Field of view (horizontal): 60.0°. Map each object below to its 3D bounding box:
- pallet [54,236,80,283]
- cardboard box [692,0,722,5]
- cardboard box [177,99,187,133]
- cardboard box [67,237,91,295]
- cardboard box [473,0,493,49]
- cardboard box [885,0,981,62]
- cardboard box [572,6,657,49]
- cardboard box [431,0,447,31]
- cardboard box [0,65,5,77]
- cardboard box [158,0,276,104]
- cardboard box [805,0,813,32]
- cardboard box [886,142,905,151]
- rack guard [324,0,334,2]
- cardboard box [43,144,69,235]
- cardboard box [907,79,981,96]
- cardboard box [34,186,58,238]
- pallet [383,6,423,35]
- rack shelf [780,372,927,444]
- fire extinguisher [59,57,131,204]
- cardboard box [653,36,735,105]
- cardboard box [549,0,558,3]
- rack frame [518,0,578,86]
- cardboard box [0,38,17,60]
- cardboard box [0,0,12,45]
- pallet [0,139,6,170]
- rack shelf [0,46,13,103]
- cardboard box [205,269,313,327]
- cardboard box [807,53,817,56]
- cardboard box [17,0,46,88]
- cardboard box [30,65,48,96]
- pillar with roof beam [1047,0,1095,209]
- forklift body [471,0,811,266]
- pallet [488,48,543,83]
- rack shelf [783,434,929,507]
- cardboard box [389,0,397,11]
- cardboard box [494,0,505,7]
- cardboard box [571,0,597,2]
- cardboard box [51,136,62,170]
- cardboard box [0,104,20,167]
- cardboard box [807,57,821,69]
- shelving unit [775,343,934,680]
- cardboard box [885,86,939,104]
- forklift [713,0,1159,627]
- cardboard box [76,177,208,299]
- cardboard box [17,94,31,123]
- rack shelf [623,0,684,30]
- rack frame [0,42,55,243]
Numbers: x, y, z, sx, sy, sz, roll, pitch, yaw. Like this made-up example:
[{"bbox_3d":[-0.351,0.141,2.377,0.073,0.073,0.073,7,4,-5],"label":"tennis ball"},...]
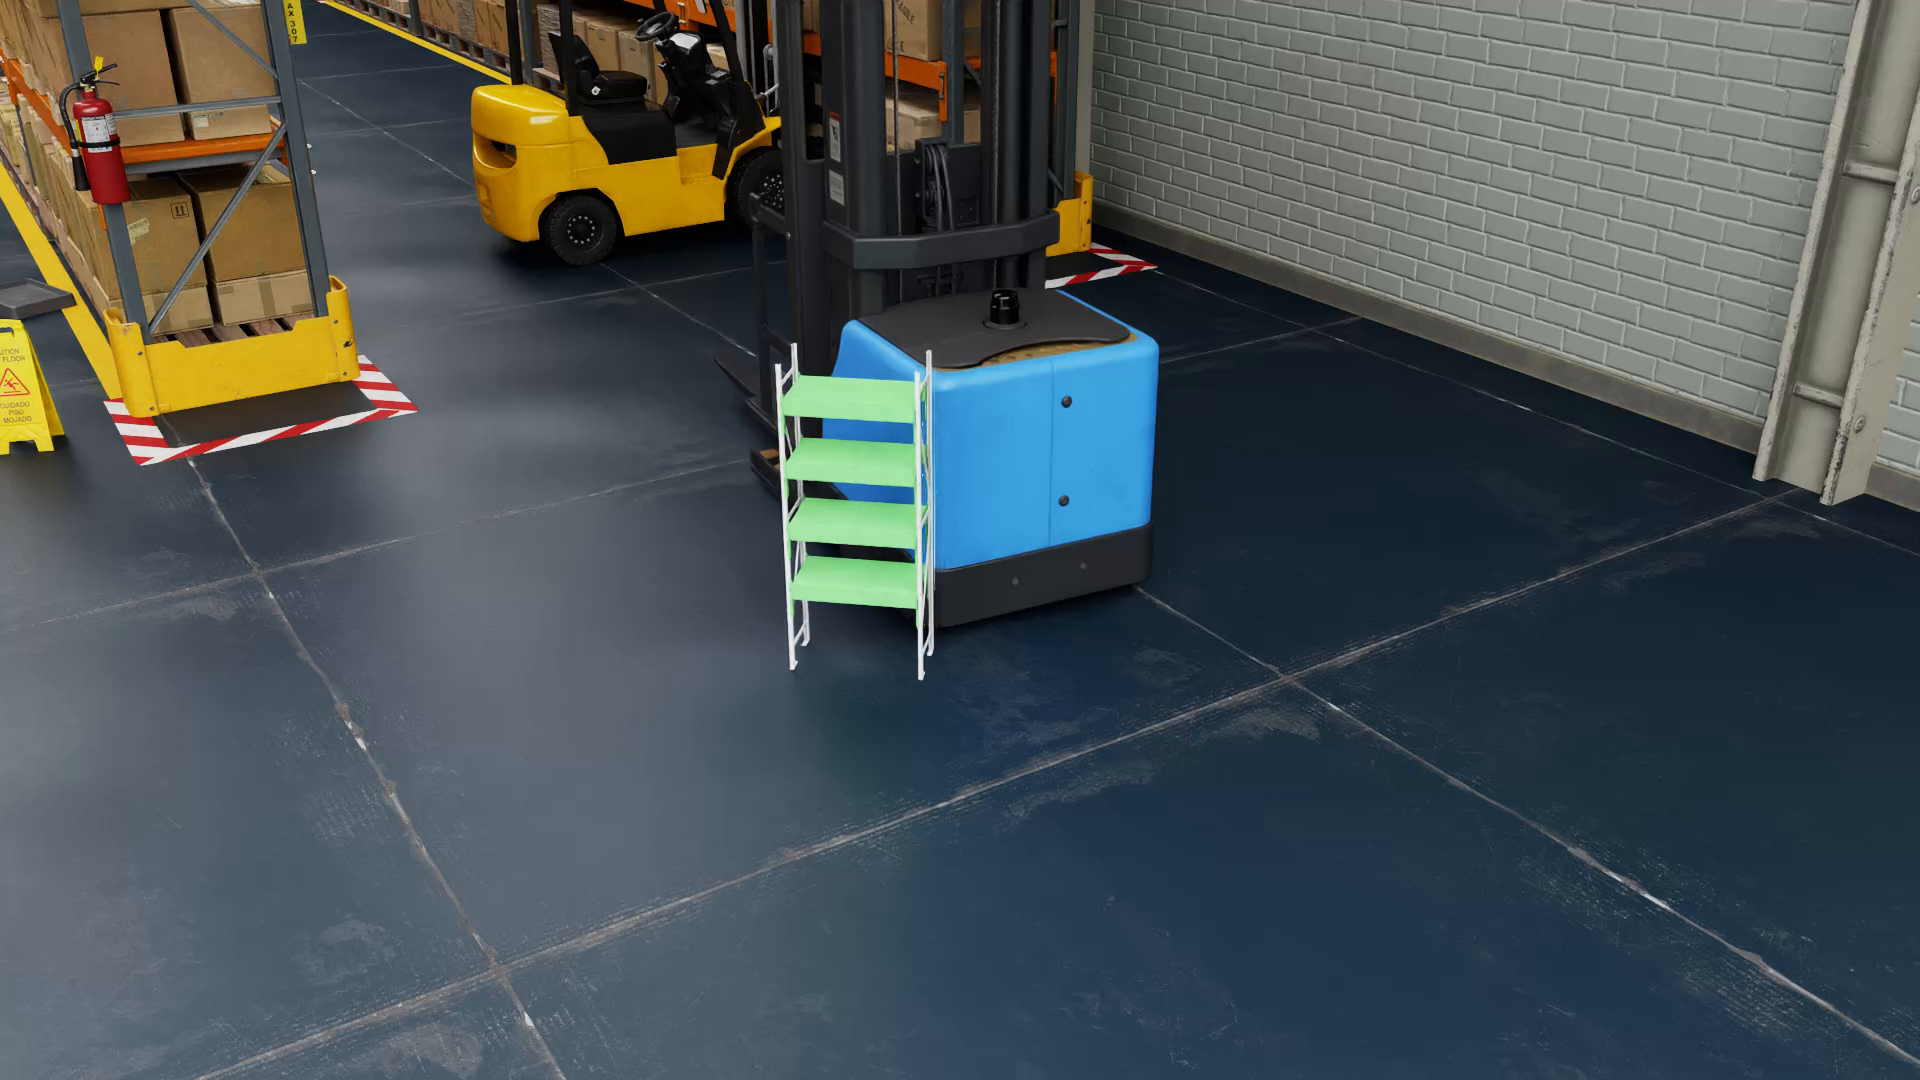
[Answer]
[{"bbox_3d":[-5.609,-2.085,11.419,1.003,0.211,1.213,-16,29,-30],"label":"pallet"},{"bbox_3d":[-1.825,-4.562,13.282,0.500,0.500,0.500,-16,30,-31],"label":"cardboard box"},{"bbox_3d":[-3.983,-2.290,8.882,0.380,0.149,0.250,-15,29,-29],"label":"cardboard box"},{"bbox_3d":[-5.054,-1.693,10.052,0.500,0.250,0.500,-17,30,-31],"label":"cardboard box"},{"bbox_3d":[-4.995,-5.695,18.237,0.500,0.500,0.500,-14,29,-27],"label":"cardboard box"},{"bbox_3d":[-0.153,-3.465,10.960,0.500,0.500,0.500,-16,30,-31],"label":"cardboard box"},{"bbox_3d":[-3.339,-4.825,16.246,0.875,0.625,0.625,-14,29,-28],"label":"cardboard box"},{"bbox_3d":[-5.841,-6.243,19.398,0.500,0.500,0.500,-16,30,-30],"label":"cardboard box"},{"bbox_3d":[-8.496,-4.504,15.275,0.875,0.875,0.875,-16,30,-30],"label":"cardboard box"},{"bbox_3d":[-3.848,-2.561,8.696,0.500,0.500,0.500,-16,30,-30],"label":"cardboard box"},{"bbox_3d":[-0.992,-4.014,12.121,0.500,0.500,0.500,-15,29,-29],"label":"cardboard box"},{"bbox_3d":[-0.192,-2.579,11.343,0.500,0.250,0.500,-16,30,-30],"label":"cardboard box"},{"bbox_3d":[-8.357,-7.871,23.337,1.175,0.500,0.348,-16,29,-30],"label":"rack guard"},{"bbox_3d":[-5.325,-2.215,10.279,0.500,0.500,0.500,-14,29,-27],"label":"cardboard box"},{"bbox_3d":[-0.044,-3.098,11.856,0.500,0.250,0.500,-15,29,-29],"label":"cardboard box"},{"bbox_3d":[-5.909,-2.251,11.233,0.500,0.250,0.500,-17,30,-32],"label":"cardboard box"},{"bbox_3d":[-6.589,-6.582,20.946,1.003,0.211,1.213,-16,29,-30],"label":"pallet"},{"bbox_3d":[-0.367,-0.468,5.861,0.480,0.148,0.258,4,26,8],"label":"rack shelf"},{"bbox_3d":[-4.145,-1.964,7.987,0.296,0.674,0.183,-16,29,-30],"label":"fire extinguisher"},{"bbox_3d":[-2.142,-4.036,14.576,0.875,0.625,0.625,-14,29,-27],"label":"cardboard box"},{"bbox_3d":[-4.278,-5.622,18.083,0.500,0.500,0.500,-15,29,-29],"label":"cardboard box"},{"bbox_3d":[-4.032,-6.167,16.799,1.000,3.000,0.127,-16,29,-30],"label":"rack frame"},{"bbox_3d":[-6.102,-3.277,10.972,0.380,0.149,0.250,-16,29,-30],"label":"cardboard box"},{"bbox_3d":[-5.705,-3.361,10.391,0.500,0.500,0.500,-16,29,-30],"label":"cardboard box"},{"bbox_3d":[-7.763,-3.468,14.349,1.003,0.211,1.213,-16,29,-30],"label":"pallet"},{"bbox_3d":[-7.097,-3.968,12.984,1.077,0.370,4.000,-16,29,-30],"label":"rack shelf"},{"bbox_3d":[-4.030,-1.447,9.530,0.500,0.250,0.500,-16,30,-30],"label":"cardboard box"},{"bbox_3d":[-1.128,-3.826,13.399,0.500,0.250,0.500,-16,30,-30],"label":"cardboard box"},{"bbox_3d":[-4.888,-2.817,9.238,0.500,0.500,0.500,-16,29,-30],"label":"cardboard box"},{"bbox_3d":[-5.250,-2.734,9.821,0.380,0.149,0.250,-16,29,-30],"label":"cardboard box"},{"bbox_3d":[-2.896,-5.474,8.305,9.100,9.000,0.400,-16,29,-30],"label":"pillar with roof beam"},{"bbox_3d":[-2.228,-3.175,11.455,2.313,2.155,1.214,-16,29,-30],"label":"forklift body"},{"bbox_3d":[-4.408,-5.182,17.979,1.003,0.211,1.213,-16,29,-30],"label":"pallet"},{"bbox_3d":[-0.367,-0.251,5.963,0.480,0.148,0.258,4,26,8],"label":"rack shelf"},{"bbox_3d":[-6.960,-6.810,20.872,0.396,0.266,0.258,-14,29,-28],"label":"cardboard box"},{"bbox_3d":[-4.689,-5.728,17.546,0.380,0.149,0.250,-17,30,-32],"label":"cardboard box"},{"bbox_3d":[-4.055,-5.779,17.654,0.380,0.149,0.250,-14,29,-27],"label":"cardboard box"},{"bbox_3d":[-5.011,-2.253,9.599,0.380,0.149,0.250,-14,29,-27],"label":"cardboard box"},{"bbox_3d":[-7.070,-3.271,13.252,0.950,0.372,0.625,-14,29,-28],"label":"cardboard box"},{"bbox_3d":[-1.295,-3.528,12.768,0.500,0.250,0.500,-14,29,-28],"label":"cardboard box"},{"bbox_3d":[-0.367,-0.092,6.039,0.503,1.200,0.258,4,26,8],"label":"shelving unit"},{"bbox_3d":[-0.461,-2.977,11.601,0.500,0.250,0.500,-15,29,-29],"label":"cardboard box"},{"bbox_3d":[-0.328,-1.588,7.181,1.130,2.935,3.031,-12,28,-24],"label":"forklift"},{"bbox_3d":[-4.477,-1.659,9.100,0.500,0.500,0.500,-15,29,-29],"label":"cardboard box"},{"bbox_3d":[-5.891,-2.824,10.810,0.380,0.149,0.250,-15,29,-29],"label":"cardboard box"},{"bbox_3d":[-2.940,-5.126,15.438,1.077,0.370,4.000,-16,29,-30],"label":"rack shelf"},{"bbox_3d":[-6.005,-3.578,11.316,1.000,3.000,0.127,-16,29,-30],"label":"rack frame"}]
